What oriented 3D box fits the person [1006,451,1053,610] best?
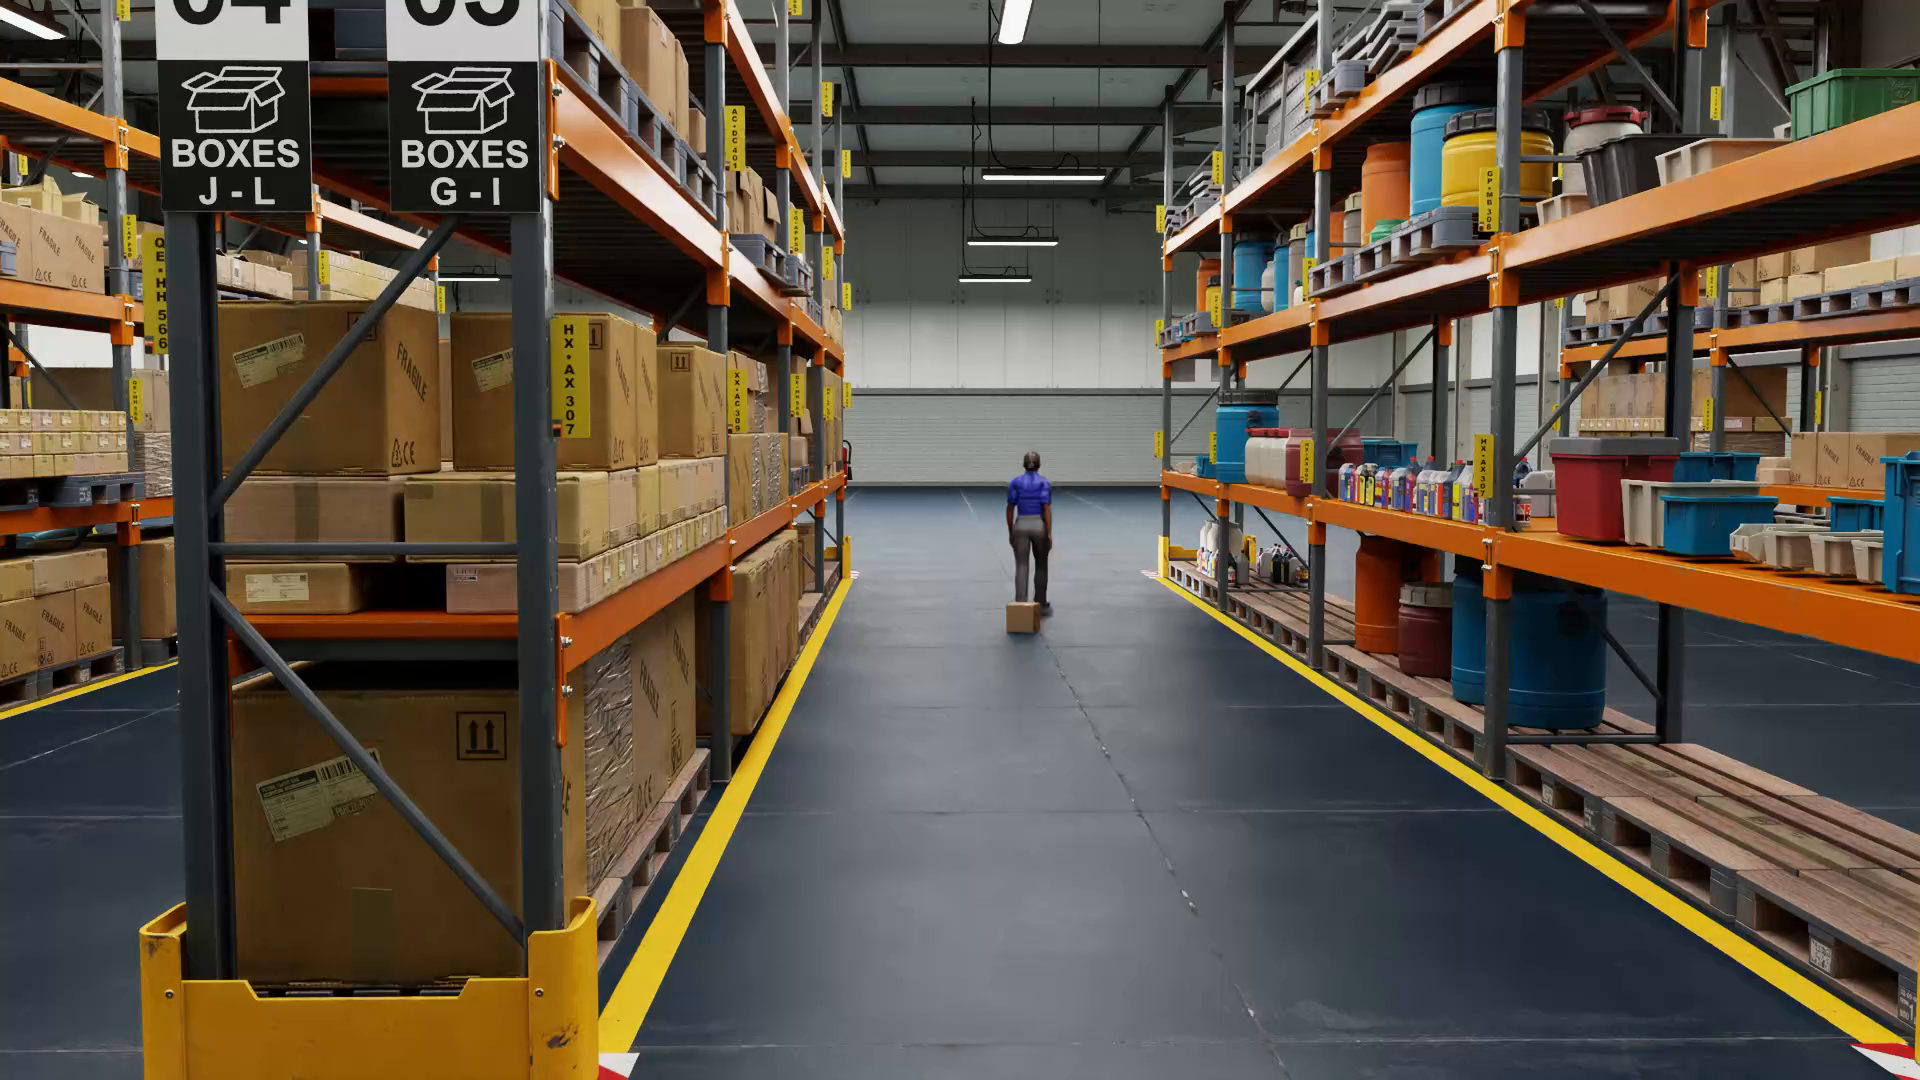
[{"bbox_3d":[0.684,-0.082,16.299,0.476,1.587,1.030,1,4,8],"label":"person"}]
